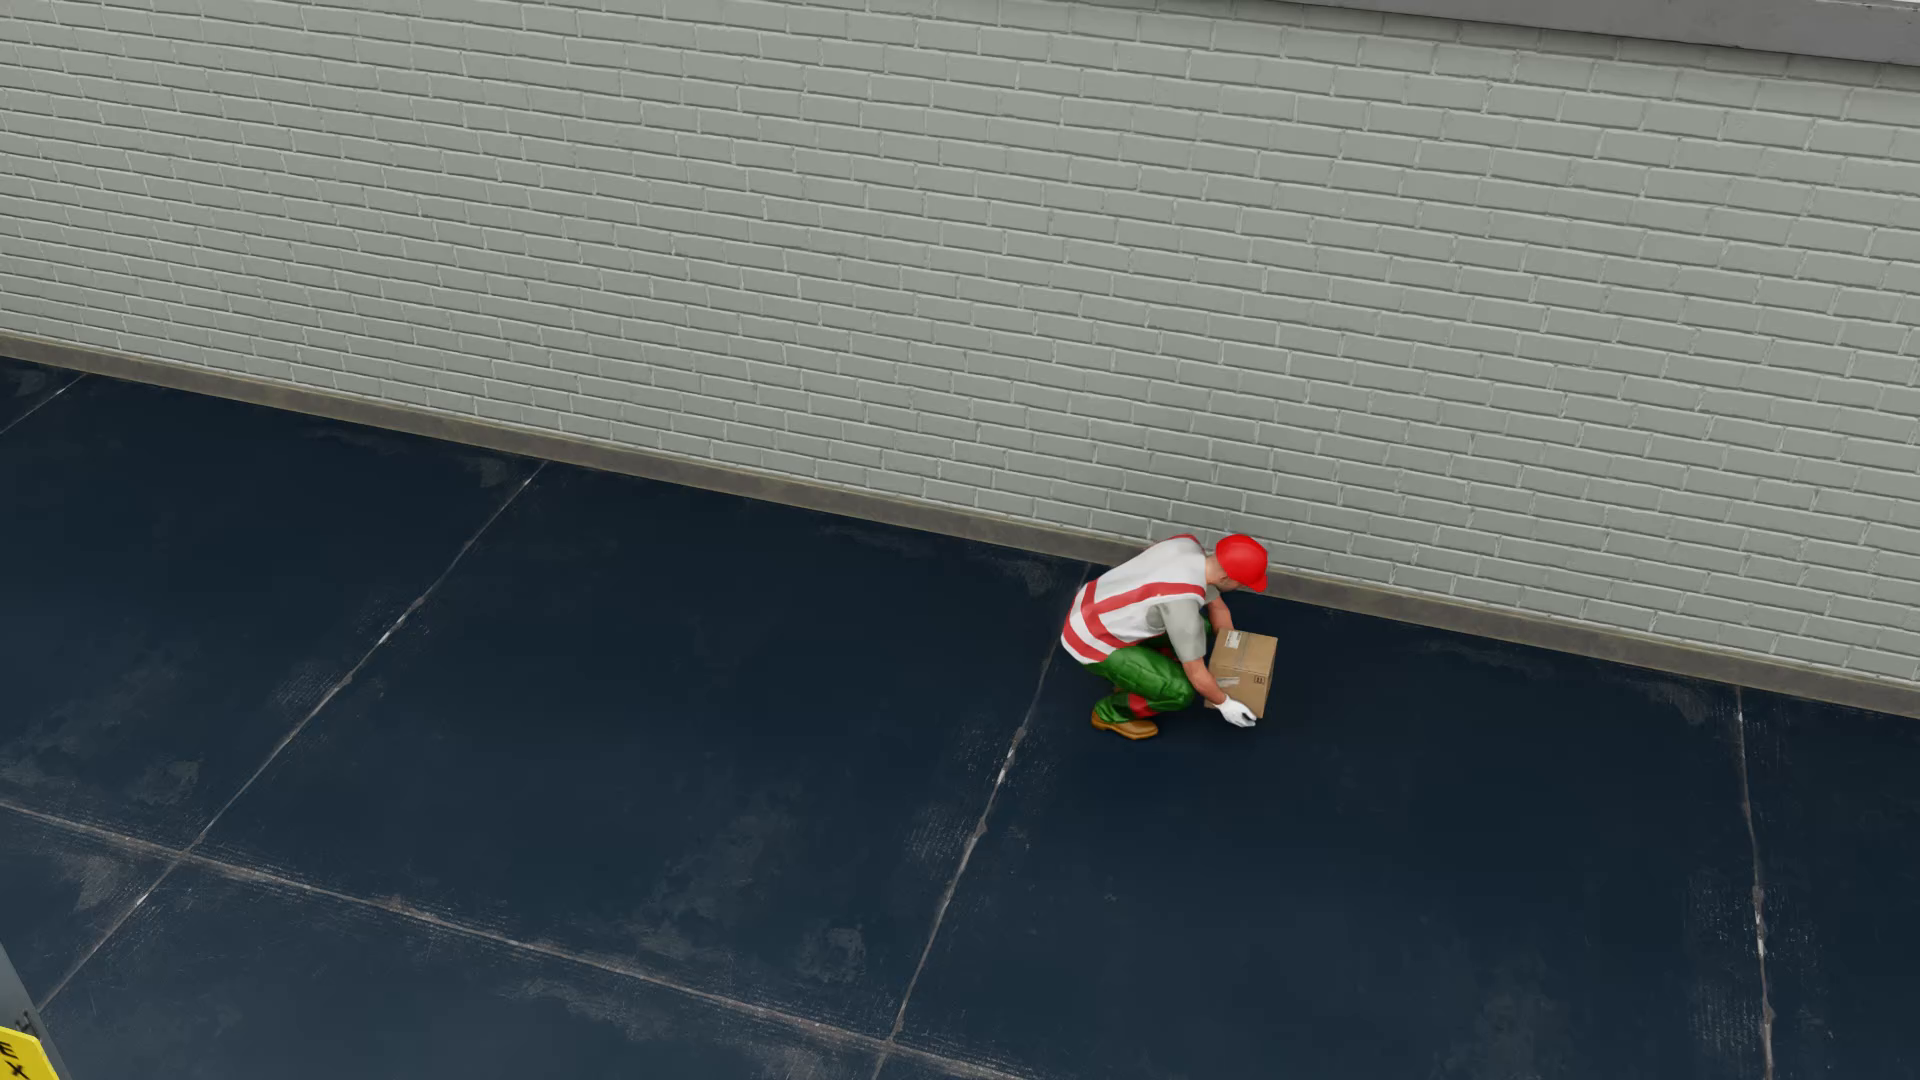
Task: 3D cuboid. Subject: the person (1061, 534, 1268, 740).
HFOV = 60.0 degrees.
[{"bbox_3d":[0.880,0.365,7.055,0.871,0.992,0.570,11,38,14],"label":"person"}]
